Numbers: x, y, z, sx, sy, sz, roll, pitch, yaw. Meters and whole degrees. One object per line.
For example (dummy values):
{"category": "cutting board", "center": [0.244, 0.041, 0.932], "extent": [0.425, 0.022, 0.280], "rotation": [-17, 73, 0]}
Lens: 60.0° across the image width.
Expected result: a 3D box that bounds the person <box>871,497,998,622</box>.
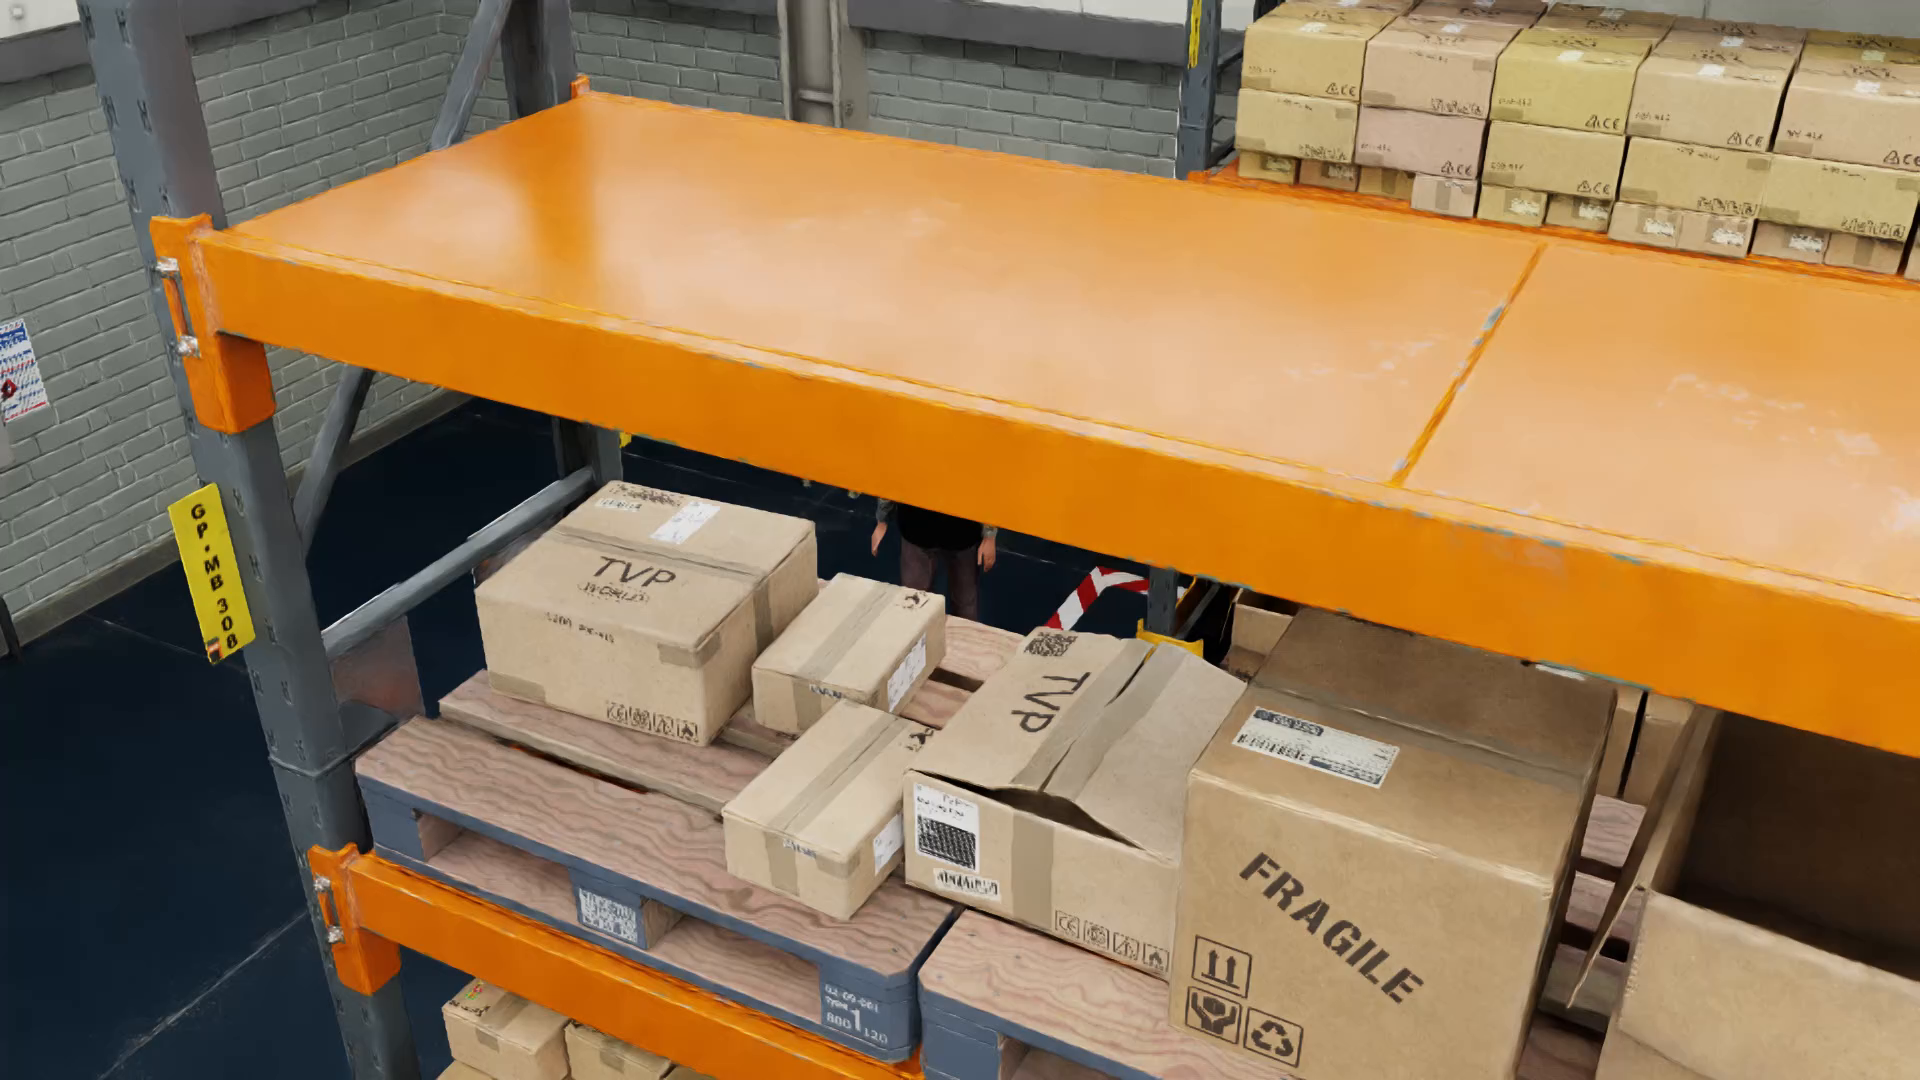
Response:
{"category": "person", "center": [-0.134, 0.007, 8.292], "extent": [0.655, 1.722, 0.630], "rotation": [4, 30, 8]}
